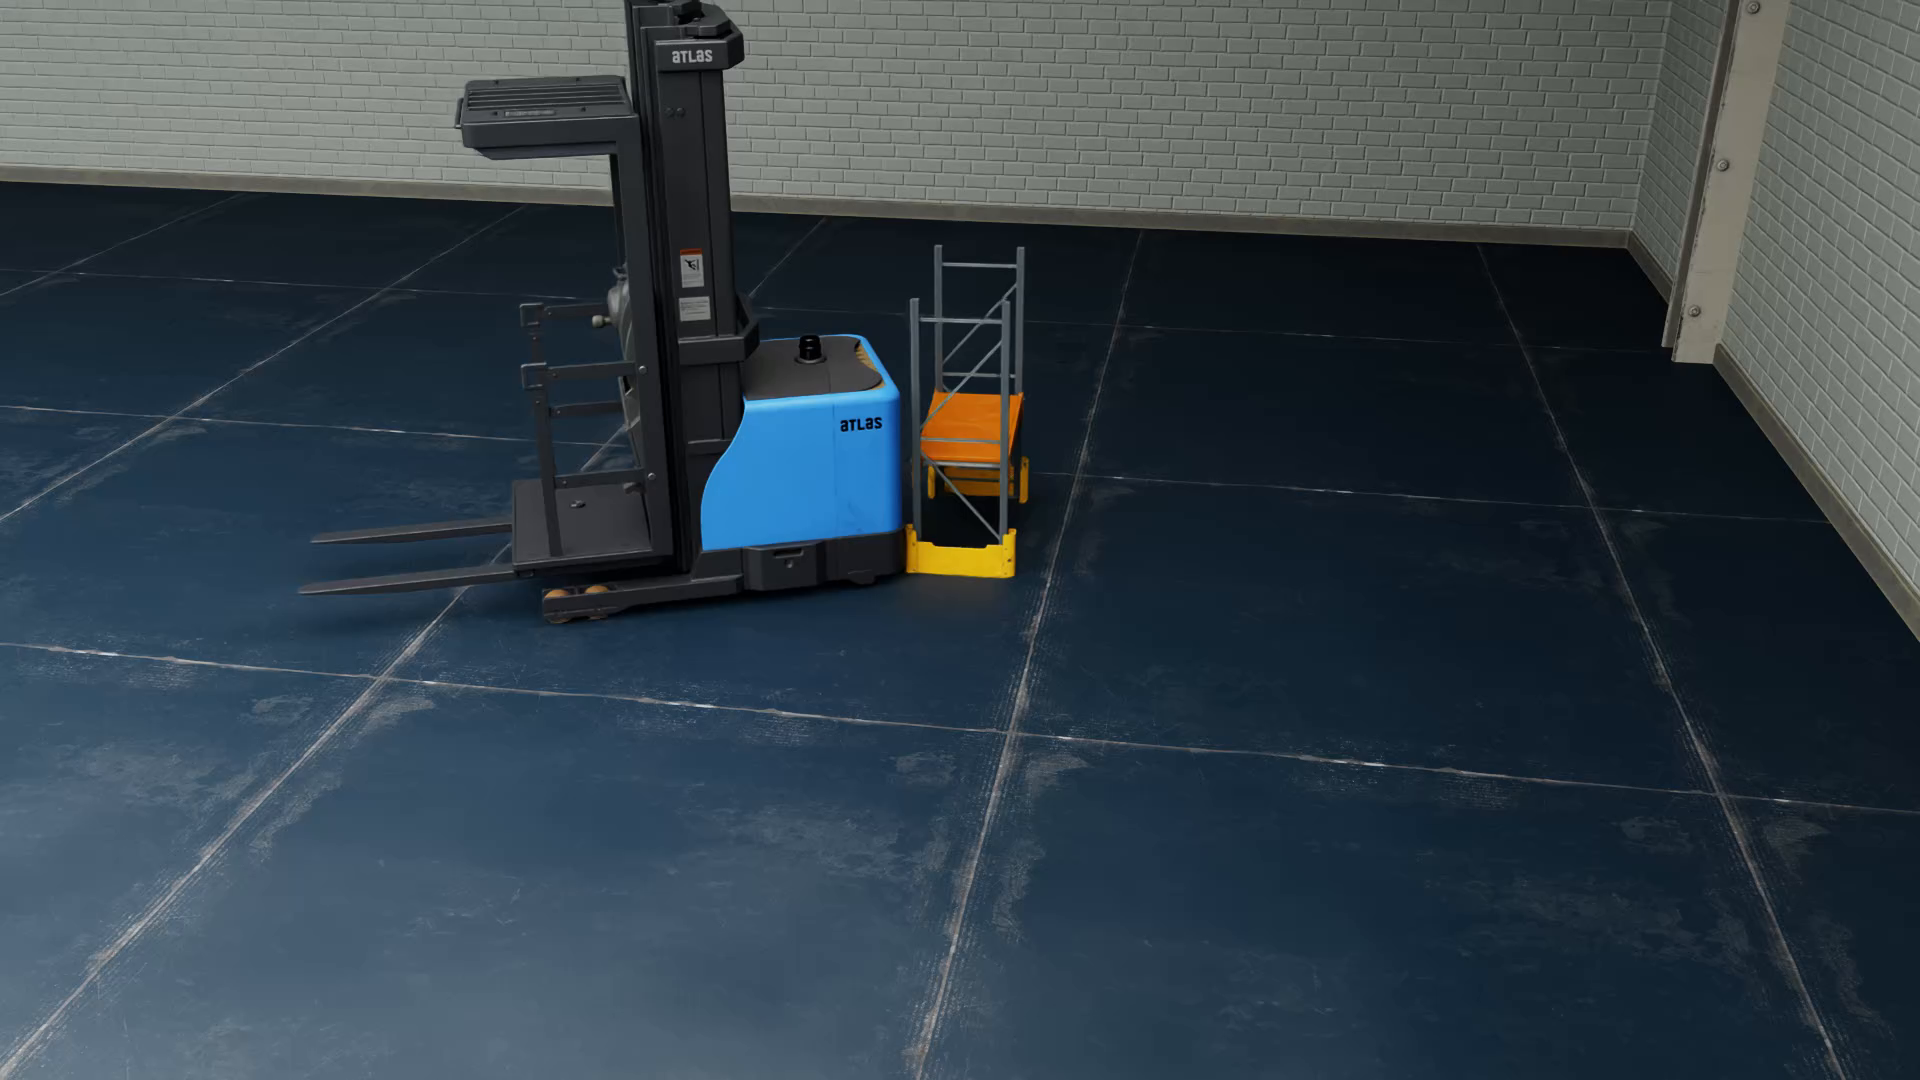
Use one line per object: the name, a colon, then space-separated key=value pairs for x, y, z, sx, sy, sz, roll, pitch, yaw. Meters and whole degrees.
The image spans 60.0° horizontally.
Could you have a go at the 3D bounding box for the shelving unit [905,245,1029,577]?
shelving unit: x=0.054 y=-0.720 z=9.019 sx=0.587 sy=1.500 sz=1.083 roll=3 pitch=25 yaw=5

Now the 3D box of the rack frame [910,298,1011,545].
rack frame: x=0.002 y=-0.510 z=8.570 sx=0.500 sy=1.500 sz=0.032 roll=3 pitch=25 yaw=5

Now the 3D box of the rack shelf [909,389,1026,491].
rack shelf: x=0.055 y=-0.561 z=9.104 sx=0.538 sy=0.185 sz=1.000 roll=3 pitch=25 yaw=5

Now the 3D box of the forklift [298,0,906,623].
forklift: x=-1.862 y=-1.155 z=8.261 sx=3.031 sy=2.935 sz=1.130 roll=-6 pitch=26 yaw=-12

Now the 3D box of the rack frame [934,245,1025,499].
rack frame: x=0.109 y=-0.938 z=9.485 sx=0.500 sy=1.500 sz=0.032 roll=3 pitch=25 yaw=5

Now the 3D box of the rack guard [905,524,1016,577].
rack guard: x=0.002 y=0.056 z=8.836 sx=0.587 sy=0.250 sz=0.087 roll=3 pitch=25 yaw=5

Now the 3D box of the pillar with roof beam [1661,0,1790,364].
pillar with roof beam: x=1.081 y=-5.733 z=10.883 sx=9.100 sy=9.000 sz=0.400 roll=4 pitch=25 yaw=9

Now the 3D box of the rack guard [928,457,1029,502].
rack guard: x=0.107 y=-0.364 z=9.733 sx=0.587 sy=0.250 sz=0.087 roll=3 pitch=25 yaw=5
